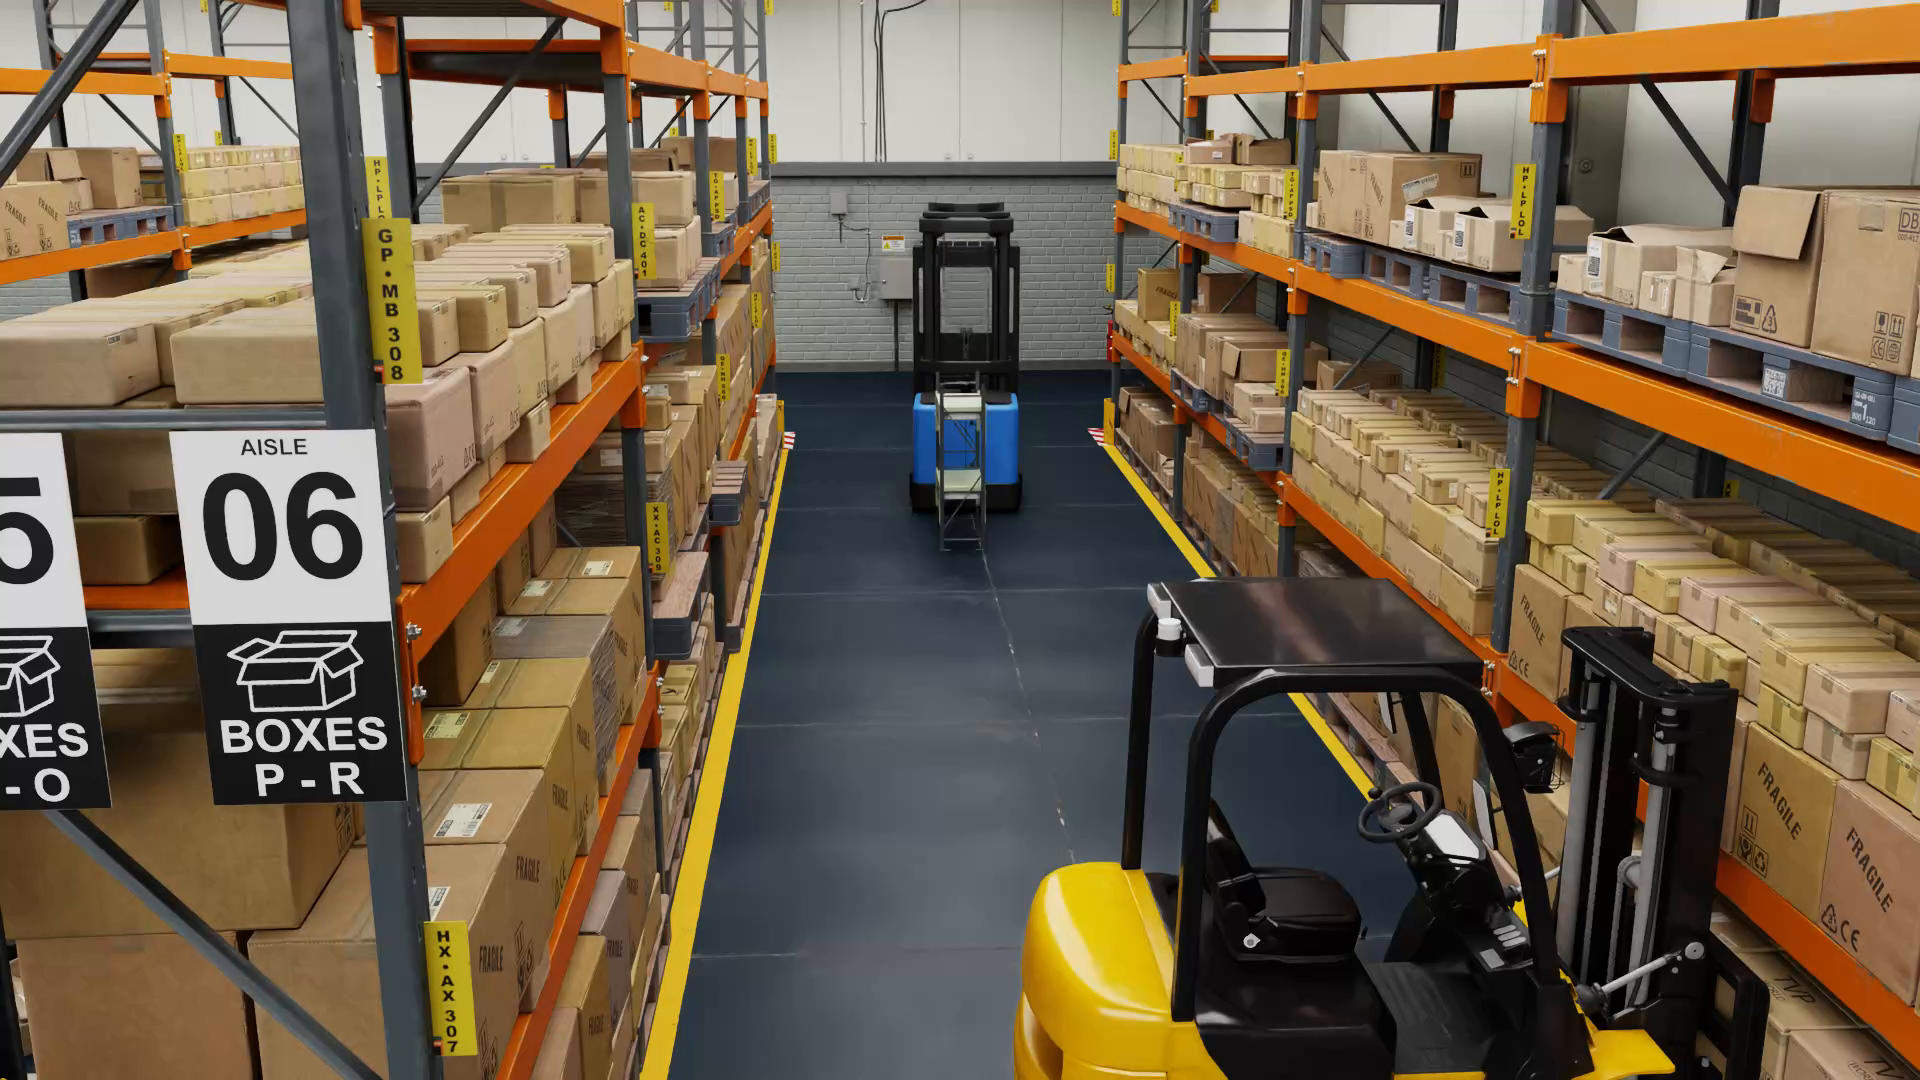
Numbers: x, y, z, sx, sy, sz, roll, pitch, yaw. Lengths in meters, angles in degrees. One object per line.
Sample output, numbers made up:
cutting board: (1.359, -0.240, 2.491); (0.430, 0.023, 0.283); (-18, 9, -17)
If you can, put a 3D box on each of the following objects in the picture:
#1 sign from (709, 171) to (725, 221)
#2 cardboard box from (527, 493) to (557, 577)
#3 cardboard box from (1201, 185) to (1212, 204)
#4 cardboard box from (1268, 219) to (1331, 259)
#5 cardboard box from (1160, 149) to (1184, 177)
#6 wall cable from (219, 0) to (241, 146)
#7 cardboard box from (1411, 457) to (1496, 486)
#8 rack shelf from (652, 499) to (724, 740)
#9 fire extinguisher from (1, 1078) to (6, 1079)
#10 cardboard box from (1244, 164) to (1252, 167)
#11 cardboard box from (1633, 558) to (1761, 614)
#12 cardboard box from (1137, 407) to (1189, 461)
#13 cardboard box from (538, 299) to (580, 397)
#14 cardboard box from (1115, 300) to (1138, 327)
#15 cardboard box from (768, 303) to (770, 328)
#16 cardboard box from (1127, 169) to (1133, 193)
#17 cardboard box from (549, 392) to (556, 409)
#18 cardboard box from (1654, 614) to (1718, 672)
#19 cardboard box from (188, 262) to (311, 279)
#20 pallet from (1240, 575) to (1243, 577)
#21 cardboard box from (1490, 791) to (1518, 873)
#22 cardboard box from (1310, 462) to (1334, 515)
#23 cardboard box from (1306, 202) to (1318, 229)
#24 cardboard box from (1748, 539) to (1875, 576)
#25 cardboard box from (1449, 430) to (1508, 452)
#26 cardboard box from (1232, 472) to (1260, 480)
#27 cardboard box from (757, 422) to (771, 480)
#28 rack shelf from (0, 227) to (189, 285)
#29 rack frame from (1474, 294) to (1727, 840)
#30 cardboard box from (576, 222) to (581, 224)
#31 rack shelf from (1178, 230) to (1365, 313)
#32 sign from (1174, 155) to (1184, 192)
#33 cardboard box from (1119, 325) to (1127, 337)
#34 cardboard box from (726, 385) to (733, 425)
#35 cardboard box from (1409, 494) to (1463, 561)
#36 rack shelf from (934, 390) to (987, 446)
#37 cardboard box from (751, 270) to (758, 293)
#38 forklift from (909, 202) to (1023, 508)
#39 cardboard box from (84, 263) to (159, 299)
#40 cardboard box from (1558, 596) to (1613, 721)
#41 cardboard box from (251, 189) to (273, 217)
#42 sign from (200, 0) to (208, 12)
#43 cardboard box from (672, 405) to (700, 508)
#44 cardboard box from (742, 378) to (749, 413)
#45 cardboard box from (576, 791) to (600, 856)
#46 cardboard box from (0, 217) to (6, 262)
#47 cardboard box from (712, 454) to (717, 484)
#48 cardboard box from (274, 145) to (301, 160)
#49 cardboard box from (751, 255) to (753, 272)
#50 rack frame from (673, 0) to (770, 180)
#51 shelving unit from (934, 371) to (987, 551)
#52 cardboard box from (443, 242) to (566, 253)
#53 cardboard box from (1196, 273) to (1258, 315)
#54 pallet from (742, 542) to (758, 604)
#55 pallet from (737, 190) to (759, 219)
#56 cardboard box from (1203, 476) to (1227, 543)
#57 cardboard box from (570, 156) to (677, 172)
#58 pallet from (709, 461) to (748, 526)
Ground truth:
sign: (-1.618, -2.285, 11.056); (0.100, 0.325, 0.005); (-1, 14, -3)
cardboard box: (-2.101, -0.144, 6.984); (0.700, 0.500, 0.500); (-1, 14, -4)
cardboard box: (2.233, -2.895, 13.924); (0.380, 0.149, 0.250); (-1, 14, -4)
cardboard box: (2.520, -2.156, 11.891); (0.500, 0.250, 0.500); (-1, 14, -5)
cardboard box: (2.234, -3.661, 16.140); (0.500, 0.250, 0.500); (-1, 14, -4)
wall cable: (-9.457, -8.334, 23.125); (2.277, 5.999, 0.120); (-1, 14, -3)
cardboard box: (2.700, -0.356, 9.113); (0.380, 0.149, 0.250); (-1, 14, -5)
rack shelf: (-2.036, 0.271, 9.620); (1.077, 0.370, 4.000); (-1, 14, -3)
fire extinguisher: (-2.117, 1.488, 3.602); (0.296, 0.674, 0.183); (-1, 14, -3)
cardboard box: (2.719, -3.237, 14.657); (0.380, 0.149, 0.250); (-1, 14, -3)
cardboard box: (2.853, 0.177, 6.444); (0.380, 0.149, 0.250); (-1, 14, -4)
cardboard box: (2.189, -1.135, 17.814); (0.500, 0.500, 0.500); (-1, 14, -2)
cardboard box: (-1.520, -0.619, 5.322); (0.500, 0.250, 0.500); (-1, 14, -2)
cardboard box: (2.057, -2.596, 19.024); (0.500, 0.250, 0.500); (-1, 14, -3)
cardboard box: (-2.346, -2.372, 18.247); (0.500, 0.500, 0.500); (-1, 14, -5)
cardboard box: (2.105, -3.925, 18.170); (0.500, 0.250, 0.500); (-1, 14, -2)
cardboard box: (-1.607, -0.515, 5.716); (0.380, 0.149, 0.250); (-1, 14, -2)
cardboard box: (2.850, 0.382, 6.242); (0.380, 0.149, 0.250); (-1, 14, -5)
cardboard box: (-2.109, -0.763, 5.078); (0.380, 0.149, 0.250); (-1, 14, -2)
pallet: (2.785, 0.512, 12.836); (1.003, 0.211, 1.213); (-1, 14, -3)
cardboard box: (2.764, 1.354, 7.640); (0.500, 0.250, 0.500); (-1, 14, -4)
cardboard box: (2.604, -0.340, 10.853); (0.500, 0.250, 0.500); (-1, 14, -5)
cardboard box: (2.512, -2.152, 11.000); (0.380, 0.166, 0.250); (-1, 14, -4)
cardboard box: (3.445, 0.101, 6.739); (0.380, 0.149, 0.250); (-1, 14, -5)
cardboard box: (3.130, -0.555, 9.886); (0.380, 0.149, 0.250); (0, 14, -2)
cardboard box: (2.492, -0.470, 13.929); (0.380, 0.149, 0.250); (-1, 14, -3)
cardboard box: (-2.396, -0.912, 17.075); (0.875, 0.438, 0.875); (-1, 14, -5)
rack shelf: (-7.218, -2.075, 12.718); (1.077, 0.370, 4.000); (-1, 14, -3)
rack frame: (3.042, 0.343, 7.898); (1.000, 3.000, 0.127); (-1, 14, -3)
cardboard box: (-2.119, -1.432, 8.235); (0.500, 0.250, 0.500); (-1, 14, -3)
rack shelf: (2.670, -2.254, 13.414); (1.077, 0.370, 4.000); (-1, 14, -3)
sign: (2.005, -3.340, 15.153); (0.100, 0.325, 0.005); (-1, 14, -3)
cardboard box: (2.045, -2.434, 19.194); (0.380, 0.149, 0.250); (-1, 14, -4)
cardboard box: (-1.976, -1.002, 12.424); (0.500, 0.250, 0.500); (-1, 14, -2)
cardboard box: (2.717, -0.073, 8.811); (0.500, 0.250, 0.500); (-1, 14, -5)
rack shelf: (0.000, -1.103, 14.959); (0.431, 0.370, 0.720); (-1, 14, -3)
cardboard box: (-2.221, -2.350, 16.156); (0.500, 0.500, 0.500); (-1, 14, -4)
forklift: (0.065, -2.038, 17.288); (1.130, 2.935, 3.031); (0, 14, 0)
cardboard box: (-7.641, -2.257, 15.199); (0.500, 0.500, 0.500); (-1, 14, -5)
cardboard box: (2.857, 0.538, 6.939); (0.500, 0.500, 0.500); (-1, 14, -2)
cardboard box: (-7.189, -3.351, 16.537); (0.500, 0.250, 0.500); (0, 14, -1)
sign: (-8.132, -5.850, 17.895); (0.100, 0.325, 0.005); (-1, 14, -3)
cardboard box: (-1.746, -0.472, 9.424); (0.500, 0.500, 0.500); (-1, 15, -6)
cardboard box: (-2.098, -1.262, 14.437); (0.500, 0.250, 0.500); (-1, 14, -4)
cardboard box: (-1.484, 0.997, 5.858); (0.380, 0.149, 0.250); (-1, 14, -3)
cardboard box: (-6.864, -2.120, 11.250); (0.500, 0.500, 0.500); (-1, 14, -3)
cardboard box: (-1.756, -0.451, 10.644); (0.380, 0.149, 0.250); (-1, 14, -4)
cardboard box: (-7.276, -4.200, 18.030); (0.380, 0.149, 0.250); (-1, 14, -4)
cardboard box: (-2.212, -2.688, 16.168); (0.380, 0.149, 0.250); (-1, 14, -4)
rack frame: (-2.656, -5.469, 18.448); (1.000, 3.000, 0.127); (-1, 14, -3)
shelving unit: (0.000, -0.725, 15.057); (0.431, 1.500, 0.755); (-1, 14, -3)
cardboard box: (-1.595, -0.963, 5.856); (0.380, 0.149, 0.250); (-1, 14, -5)
cardboard box: (2.719, -2.456, 16.975); (0.500, 0.500, 0.500); (-1, 14, -5)
pallet: (-2.206, 0.276, 13.754); (1.003, 0.211, 1.213); (-1, 14, -3)
pallet: (-2.448, -3.183, 15.758); (1.003, 0.211, 1.213); (-1, 14, -3)
cardboard box: (2.421, -0.259, 14.412); (0.500, 0.500, 0.500); (-1, 14, -5)
cardboard box: (-2.334, -2.372, 11.380); (0.797, 0.503, 0.637); (-2, 15, -7)
pallet: (-2.010, -0.306, 10.805); (1.213, 0.211, 1.003); (-1, 14, -3)
